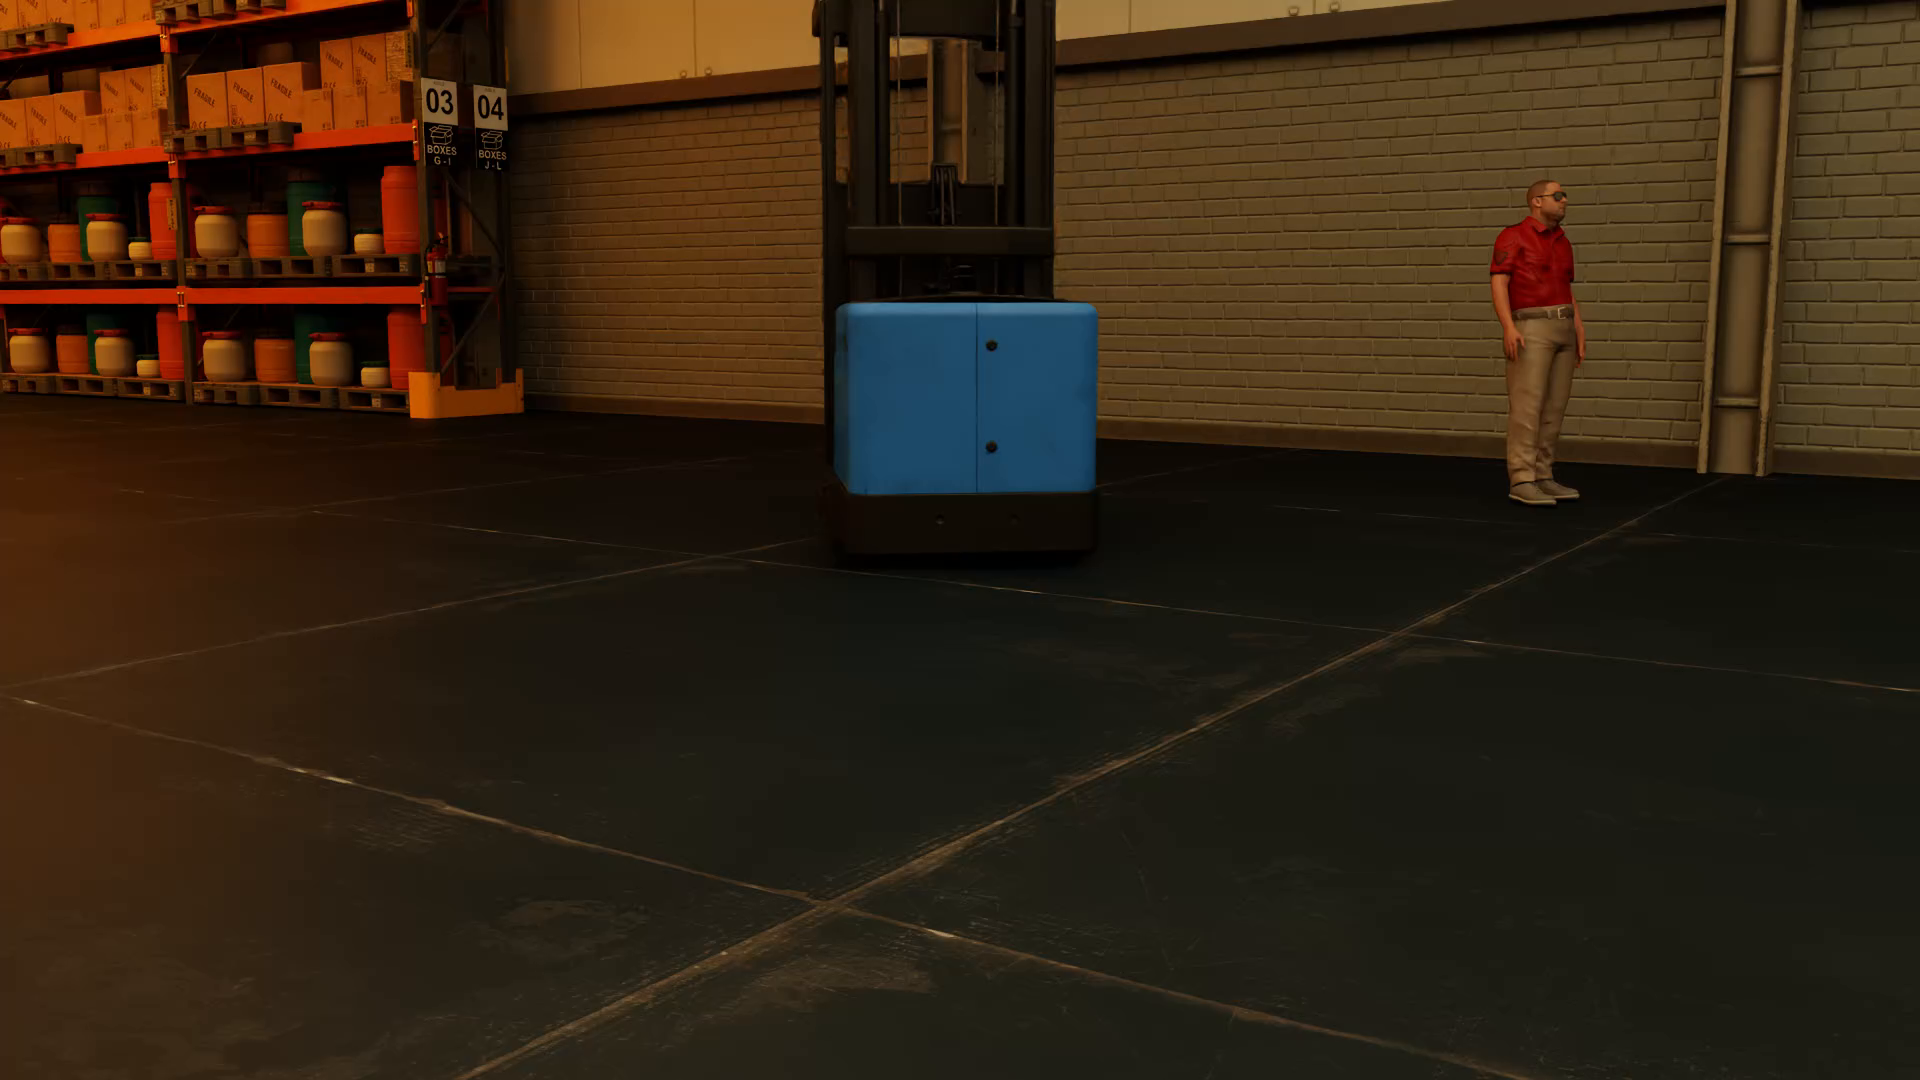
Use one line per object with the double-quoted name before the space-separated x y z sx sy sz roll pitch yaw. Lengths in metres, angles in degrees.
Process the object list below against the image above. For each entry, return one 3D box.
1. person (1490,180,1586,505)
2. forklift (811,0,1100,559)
"person" 3.211 -1.079 9.003 0.638 1.727 0.553 -5 9 -30
"forklift" -0.138 -1.541 8.026 1.130 2.935 3.031 -1 8 -8
